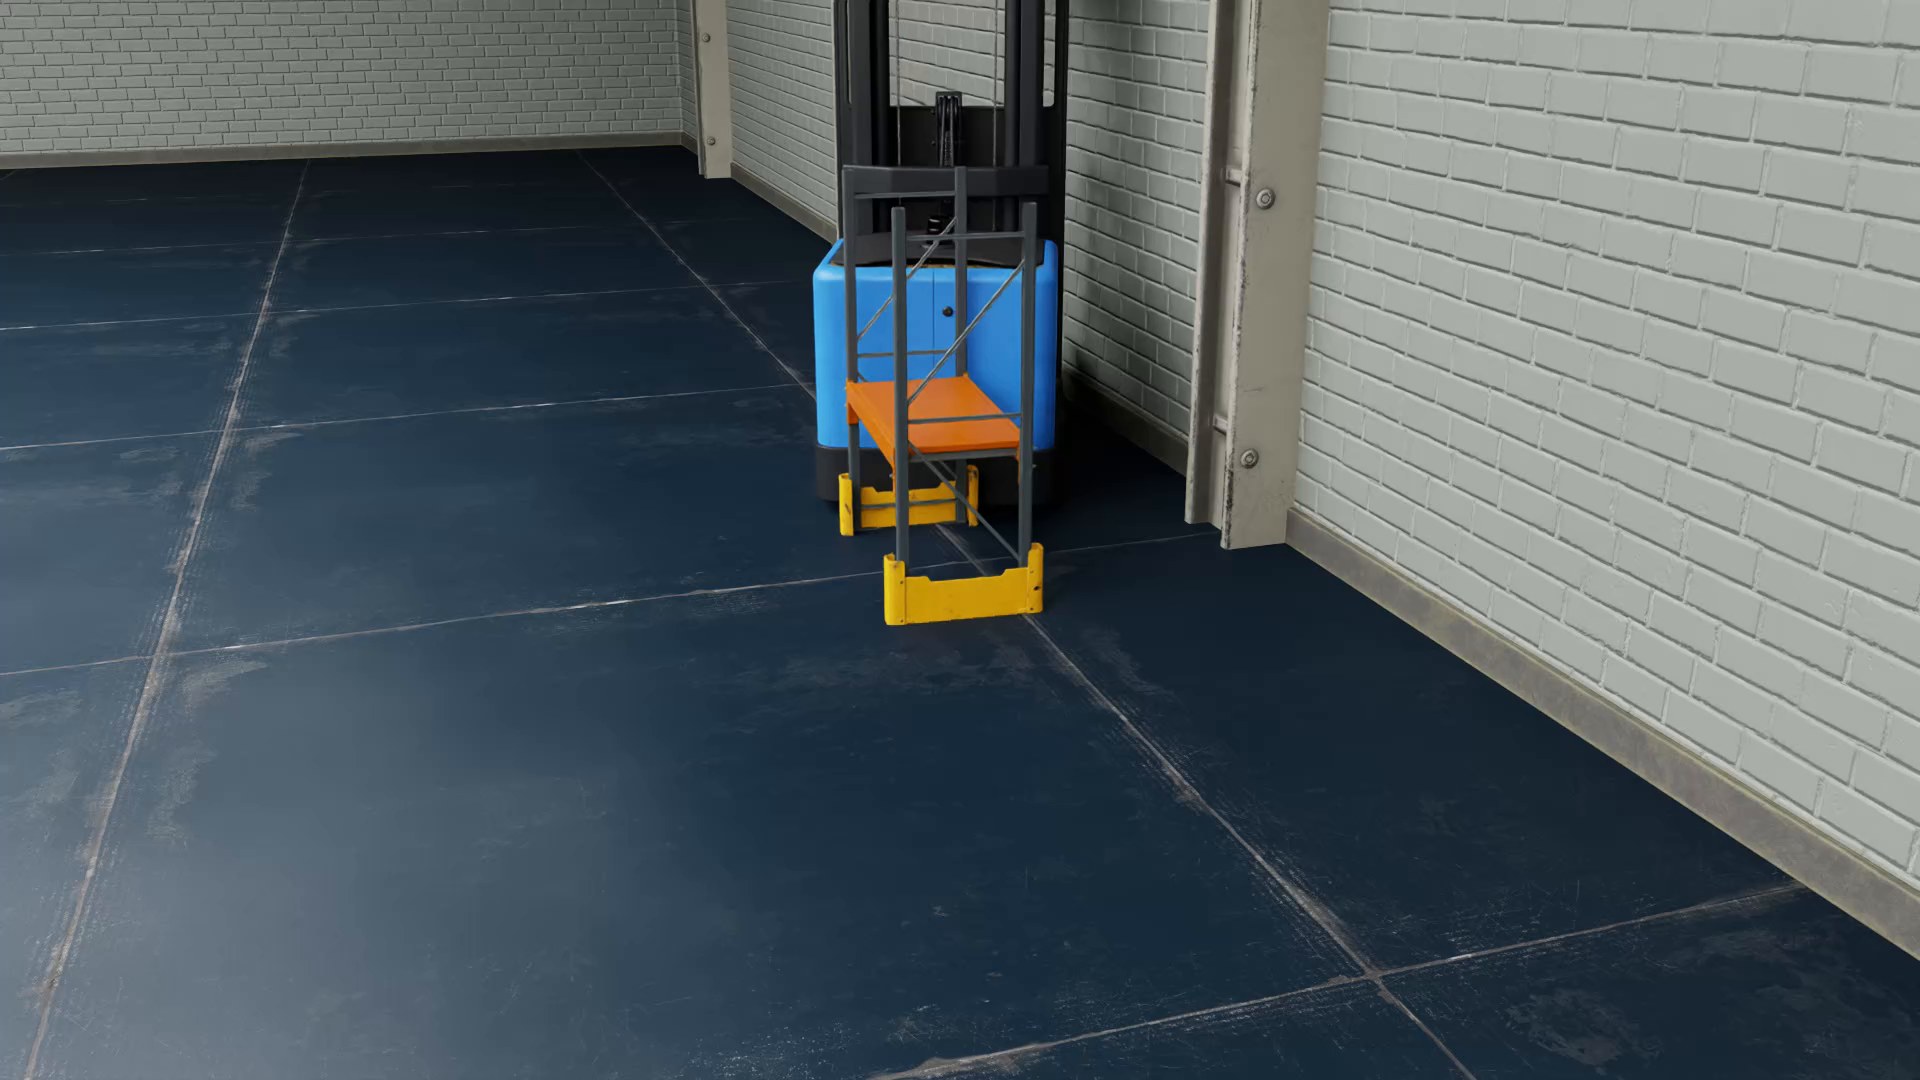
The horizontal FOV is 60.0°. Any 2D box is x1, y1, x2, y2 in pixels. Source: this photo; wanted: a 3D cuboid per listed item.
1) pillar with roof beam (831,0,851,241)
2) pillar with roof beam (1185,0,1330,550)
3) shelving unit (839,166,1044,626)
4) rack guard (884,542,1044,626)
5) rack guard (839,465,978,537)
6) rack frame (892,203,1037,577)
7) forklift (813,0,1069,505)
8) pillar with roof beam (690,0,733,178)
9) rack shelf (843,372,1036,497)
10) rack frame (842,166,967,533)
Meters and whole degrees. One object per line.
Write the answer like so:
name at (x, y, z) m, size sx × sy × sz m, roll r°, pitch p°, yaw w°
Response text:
pillar with roof beam at (-4.800, -5.743, 9.594) m, size 9.100 × 9.000 × 0.400 m, roll -6°, pitch 21°, yaw -17°
pillar with roof beam at (-2.914, -3.818, 4.234) m, size 9.100 × 9.000 × 0.400 m, roll -6°, pitch 21°, yaw -17°
shelving unit at (-0.099, -0.591, 6.343) m, size 0.587 × 1.500 × 1.083 m, roll -5°, pitch 20°, yaw -13°
rack guard at (0.016, 0.161, 6.098) m, size 0.587 × 0.250 × 0.087 m, roll -5°, pitch 20°, yaw -13°
rack guard at (-0.214, -0.166, 7.010) m, size 0.587 × 0.250 × 0.087 m, roll -5°, pitch 20°, yaw -13°
rack frame at (0.016, -0.427, 5.886) m, size 0.500 × 1.500 × 0.032 m, roll -5°, pitch 20°, yaw -13°
forklift at (-0.025, -1.979, 8.091) m, size 1.130 × 2.935 × 3.031 m, roll 1°, pitch 20°, yaw 3°
pillar with roof beam at (-6.686, -7.669, 14.955) m, size 9.100 × 9.000 × 0.400 m, roll -6°, pitch 21°, yaw -17°
rack shelf at (-0.101, -0.425, 6.412) m, size 0.538 × 0.185 × 1.000 m, roll -5°, pitch 20°, yaw -13°
rack frame at (-0.218, -0.761, 6.817) m, size 0.500 × 1.500 × 0.032 m, roll -5°, pitch 20°, yaw -13°
